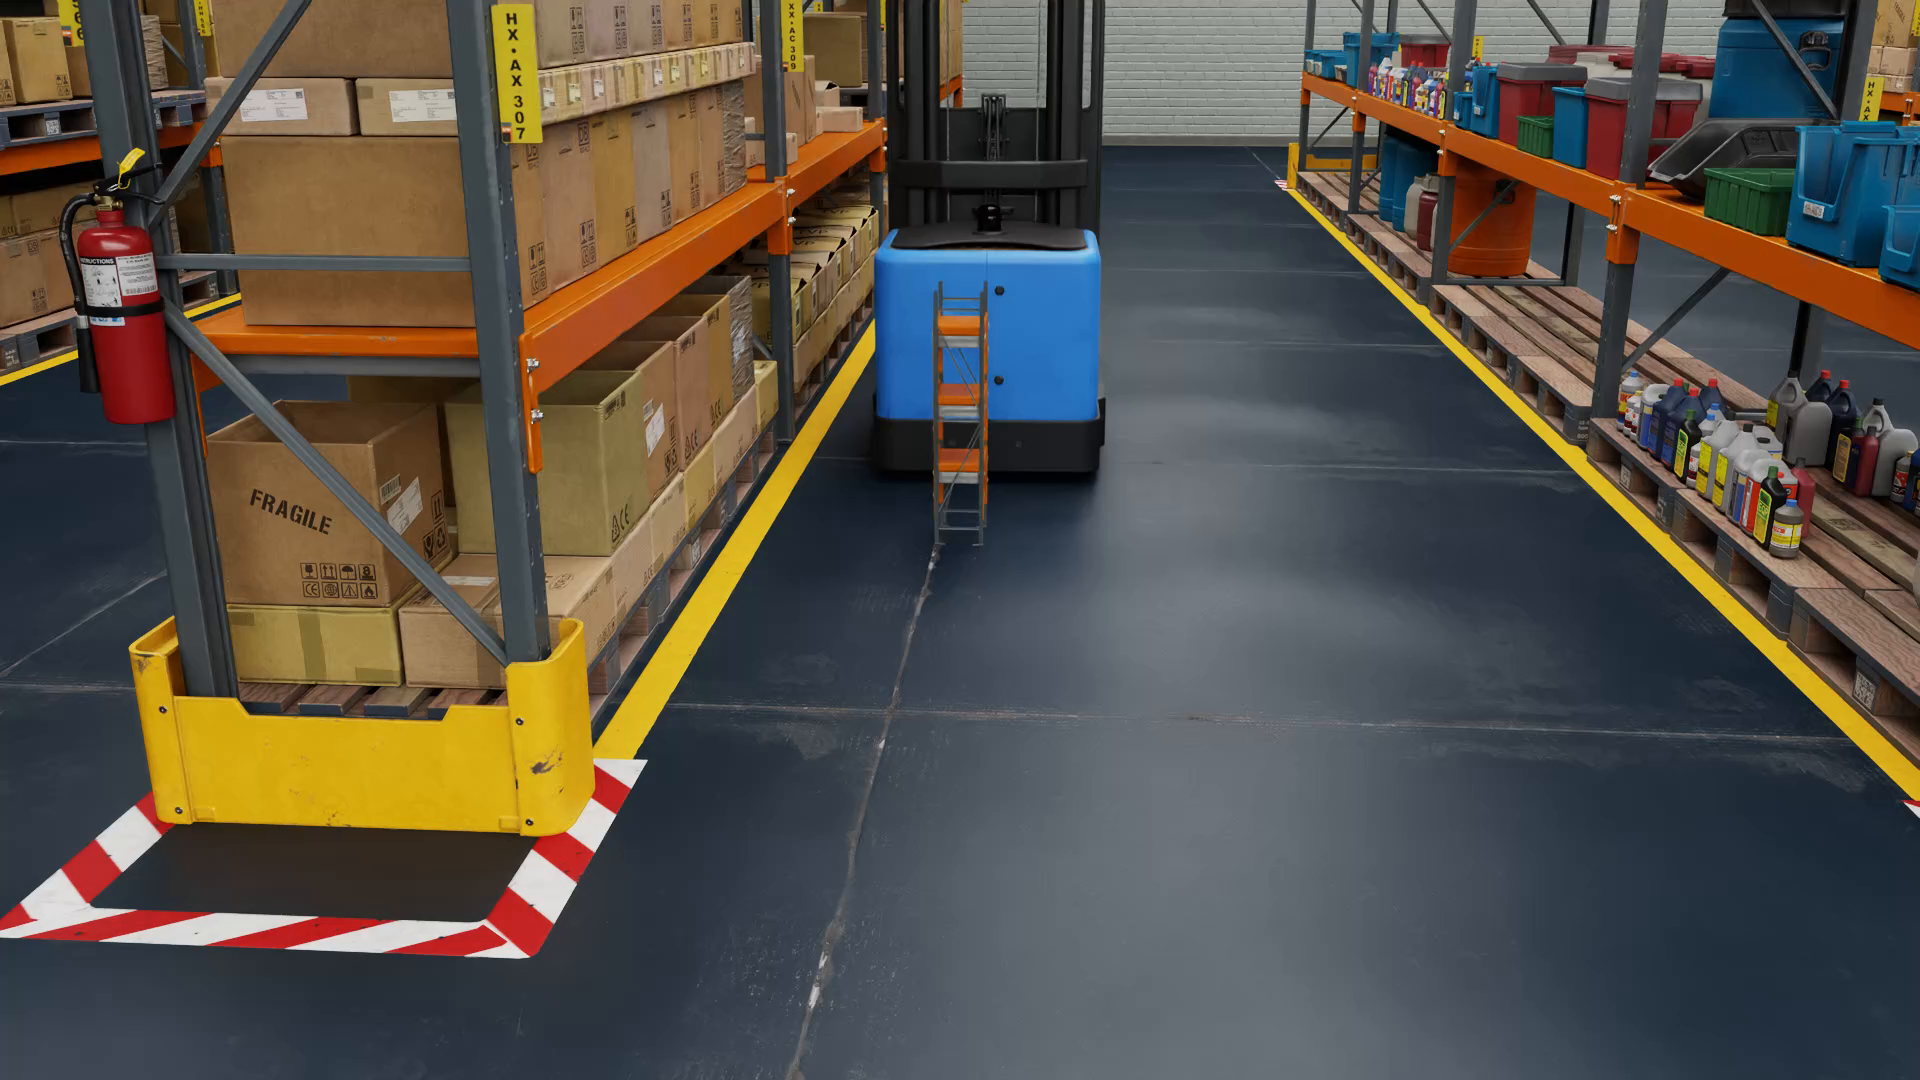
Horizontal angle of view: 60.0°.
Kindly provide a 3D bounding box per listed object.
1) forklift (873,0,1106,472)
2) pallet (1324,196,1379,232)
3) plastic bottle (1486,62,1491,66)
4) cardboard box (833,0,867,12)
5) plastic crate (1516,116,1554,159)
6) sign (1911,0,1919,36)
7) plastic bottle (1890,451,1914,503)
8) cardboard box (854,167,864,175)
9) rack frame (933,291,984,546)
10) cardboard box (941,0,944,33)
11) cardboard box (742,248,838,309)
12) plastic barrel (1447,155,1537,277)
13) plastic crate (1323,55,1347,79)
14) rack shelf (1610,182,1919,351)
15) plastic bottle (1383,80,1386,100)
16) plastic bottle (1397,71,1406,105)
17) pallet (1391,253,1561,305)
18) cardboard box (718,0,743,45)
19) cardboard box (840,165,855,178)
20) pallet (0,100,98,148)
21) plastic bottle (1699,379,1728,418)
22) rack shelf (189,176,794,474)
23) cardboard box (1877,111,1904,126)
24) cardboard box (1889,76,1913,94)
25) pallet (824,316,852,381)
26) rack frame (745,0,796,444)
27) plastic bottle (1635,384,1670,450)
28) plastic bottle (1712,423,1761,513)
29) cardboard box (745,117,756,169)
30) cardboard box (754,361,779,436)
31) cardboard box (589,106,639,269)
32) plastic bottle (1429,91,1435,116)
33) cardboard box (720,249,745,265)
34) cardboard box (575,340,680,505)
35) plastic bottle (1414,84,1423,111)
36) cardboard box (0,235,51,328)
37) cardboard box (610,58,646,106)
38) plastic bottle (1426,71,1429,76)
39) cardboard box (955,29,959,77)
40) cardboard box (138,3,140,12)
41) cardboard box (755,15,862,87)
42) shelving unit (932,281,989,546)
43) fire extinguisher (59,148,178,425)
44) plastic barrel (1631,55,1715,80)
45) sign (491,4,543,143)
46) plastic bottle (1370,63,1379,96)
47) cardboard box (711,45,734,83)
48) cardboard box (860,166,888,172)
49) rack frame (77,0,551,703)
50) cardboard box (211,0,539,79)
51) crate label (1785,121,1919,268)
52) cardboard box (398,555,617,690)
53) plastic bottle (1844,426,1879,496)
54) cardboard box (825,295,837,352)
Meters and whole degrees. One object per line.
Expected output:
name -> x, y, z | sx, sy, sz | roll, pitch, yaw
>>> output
forklift -> 0.186, -2.112, 8.660 | 1.130, 2.935, 3.031 | 1, 18, 2
pallet -> 4.184, -3.218, 16.406 | 1.003, 0.211, 1.213 | 1, 18, 4
plastic bottle -> 4.190, -3.617, 13.225 | 0.144, 0.351, 0.185 | 1, 18, 4
cardboard box -> -0.993, -5.111, 15.938 | 0.500, 0.500, 0.500 | 1, 18, 4
plastic crate -> 3.439, -2.276, 9.392 | 0.450, 0.188, 0.662 | 1, 18, 4
sign -> 8.556, -4.664, 14.824 | 0.100, 0.325, 0.005 | 1, 18, 4
plastic bottle -> 3.804, -0.255, 6.671 | 0.097, 0.201, 0.097 | 0, 18, 0
cardboard box -> -1.119, -2.981, 14.512 | 0.500, 0.500, 0.500 | 2, 18, 5
rack frame -> -0.005, -0.478, 6.695 | 0.200, 1.050, 0.008 | 1, 18, 4
cardboard box -> -0.420, -5.249, 16.358 | 0.500, 0.500, 0.500 | 1, 18, 2
cardboard box -> -0.989, -1.540, 9.645 | 0.500, 0.311, 0.500 | 1, 18, 2
plastic barrel -> 3.901, -2.392, 12.218 | 0.600, 0.830, 0.708 | 1, 18, 4
plastic crate -> 3.994, -4.934, 17.336 | 0.416, 0.233, 0.300 | 1, 18, 4
rack shelf -> 3.453, -0.866, 5.905 | 1.077, 0.370, 4.000 | 1, 18, 4
plastic bottle -> 3.681, -3.875, 14.251 | 0.097, 0.201, 0.097 | 0, 18, 0
plastic bottle -> 3.631, -3.692, 13.581 | 0.097, 0.271, 0.097 | 0, 18, 0
pallet -> 3.898, -1.992, 12.665 | 1.003, 0.211, 1.213 | 1, 18, 4
cardboard box -> -1.370, -2.467, 7.391 | 0.700, 0.500, 0.500 | 1, 18, 4
cardboard box -> -1.156, -3.192, 13.952 | 0.500, 0.250, 0.500 | 1, 18, 3
pallet -> -6.100, -2.586, 10.306 | 1.003, 0.211, 1.213 | 1, 18, 4
plastic bottle -> 3.268, -0.535, 7.286 | 0.144, 0.351, 0.185 | 1, 18, 4
rack shelf -> -1.488, -0.978, 6.246 | 1.077, 0.370, 4.000 | 1, 18, 4
cardboard box -> 9.237, -3.597, 15.820 | 0.875, 0.875, 0.875 | 1, 18, 4
cardboard box -> 8.805, -4.186, 15.285 | 0.380, 0.149, 0.250 | 1, 18, 4
pallet -> -1.246, -1.226, 10.325 | 1.003, 0.211, 1.213 | 1, 18, 4
rack frame -> -1.344, -1.941, 8.030 | 1.000, 3.000, 0.127 | 1, 18, 4
plastic bottle -> 3.140, -0.554, 7.464 | 0.152, 0.276, 0.135 | 2, 18, 6
plastic bottle -> 3.067, -0.290, 6.538 | 0.144, 0.351, 0.185 | 2, 18, 6
cardboard box -> -1.353, -2.024, 8.523 | 0.500, 0.250, 0.500 | 2, 18, 7
cardboard box -> -1.160, -0.685, 7.938 | 0.500, 0.250, 0.500 | 1, 18, 4
cardboard box -> -1.511, -1.208, 5.633 | 0.700, 0.500, 0.500 | 1, 18, 4
plastic bottle -> 3.536, -3.250, 12.343 | 0.097, 0.201, 0.097 | 0, 18, 0
cardboard box -> -1.532, -1.549, 9.675 | 0.500, 0.311, 0.500 | 1, 18, 4
cardboard box -> -1.314, -0.421, 5.927 | 0.500, 0.500, 0.500 | 1, 18, 4
plastic bottle -> 3.578, -3.431, 12.897 | 0.097, 0.201, 0.097 | 0, 18, 0
cardboard box -> -6.185, -1.620, 10.358 | 0.700, 0.500, 0.500 | 1, 18, 5
cardboard box -> -1.298, -1.572, 5.700 | 0.380, 0.149, 0.250 | 1, 18, 3
plastic bottle -> 3.768, -3.659, 13.479 | 0.097, 0.271, 0.097 | 0, 18, 0
cardboard box -> -0.278, -5.409, 18.454 | 0.500, 0.500, 0.500 | 1, 18, 4
cardboard box -> -5.994, -3.750, 11.641 | 0.380, 0.149, 0.250 | -1, 18, -3
cardboard box -> -1.125, -3.629, 12.345 | 0.700, 0.500, 0.500 | -5, 19, -15
shelving unit -> 0.004, -0.516, 6.810 | 0.215, 1.050, 0.252 | 1, 18, 4
fire extinguisher -> -2.103, -0.636, 4.170 | 0.296, 0.674, 0.183 | 1, 18, 4
plastic barrel -> 3.936, -2.414, 9.255 | 0.433, 0.535, 0.433 | 0, 18, 0
sign -> -1.078, -1.134, 4.048 | 0.100, 0.325, 0.005 | 1, 18, 4
plastic bottle -> 3.708, -4.113, 14.845 | 0.061, 0.283, 0.133 | 1, 18, 4
cardboard box -> -1.186, -2.050, 7.159 | 0.380, 0.149, 0.250 | 1, 18, 2
cardboard box -> -0.600, -2.978, 14.503 | 0.500, 0.500, 0.500 | 2, 18, 5
rack frame -> -1.631, -0.699, 4.239 | 1.000, 3.000, 0.127 | 1, 18, 4
cardboard box -> -1.581, -1.524, 4.513 | 0.700, 0.500, 0.500 | 1, 18, 4
crate label -> 3.171, -1.182, 5.655 | 0.502, 0.435, 0.616 | 1, 18, 4
cardboard box -> -1.371, 0.247, 5.095 | 0.500, 0.250, 0.500 | 1, 18, 4
plastic bottle -> 3.679, -0.333, 6.778 | 0.061, 0.283, 0.133 | 1, 18, 4
cardboard box -> -0.996, -1.274, 9.734 | 0.500, 0.250, 0.500 | 1, 18, 2
